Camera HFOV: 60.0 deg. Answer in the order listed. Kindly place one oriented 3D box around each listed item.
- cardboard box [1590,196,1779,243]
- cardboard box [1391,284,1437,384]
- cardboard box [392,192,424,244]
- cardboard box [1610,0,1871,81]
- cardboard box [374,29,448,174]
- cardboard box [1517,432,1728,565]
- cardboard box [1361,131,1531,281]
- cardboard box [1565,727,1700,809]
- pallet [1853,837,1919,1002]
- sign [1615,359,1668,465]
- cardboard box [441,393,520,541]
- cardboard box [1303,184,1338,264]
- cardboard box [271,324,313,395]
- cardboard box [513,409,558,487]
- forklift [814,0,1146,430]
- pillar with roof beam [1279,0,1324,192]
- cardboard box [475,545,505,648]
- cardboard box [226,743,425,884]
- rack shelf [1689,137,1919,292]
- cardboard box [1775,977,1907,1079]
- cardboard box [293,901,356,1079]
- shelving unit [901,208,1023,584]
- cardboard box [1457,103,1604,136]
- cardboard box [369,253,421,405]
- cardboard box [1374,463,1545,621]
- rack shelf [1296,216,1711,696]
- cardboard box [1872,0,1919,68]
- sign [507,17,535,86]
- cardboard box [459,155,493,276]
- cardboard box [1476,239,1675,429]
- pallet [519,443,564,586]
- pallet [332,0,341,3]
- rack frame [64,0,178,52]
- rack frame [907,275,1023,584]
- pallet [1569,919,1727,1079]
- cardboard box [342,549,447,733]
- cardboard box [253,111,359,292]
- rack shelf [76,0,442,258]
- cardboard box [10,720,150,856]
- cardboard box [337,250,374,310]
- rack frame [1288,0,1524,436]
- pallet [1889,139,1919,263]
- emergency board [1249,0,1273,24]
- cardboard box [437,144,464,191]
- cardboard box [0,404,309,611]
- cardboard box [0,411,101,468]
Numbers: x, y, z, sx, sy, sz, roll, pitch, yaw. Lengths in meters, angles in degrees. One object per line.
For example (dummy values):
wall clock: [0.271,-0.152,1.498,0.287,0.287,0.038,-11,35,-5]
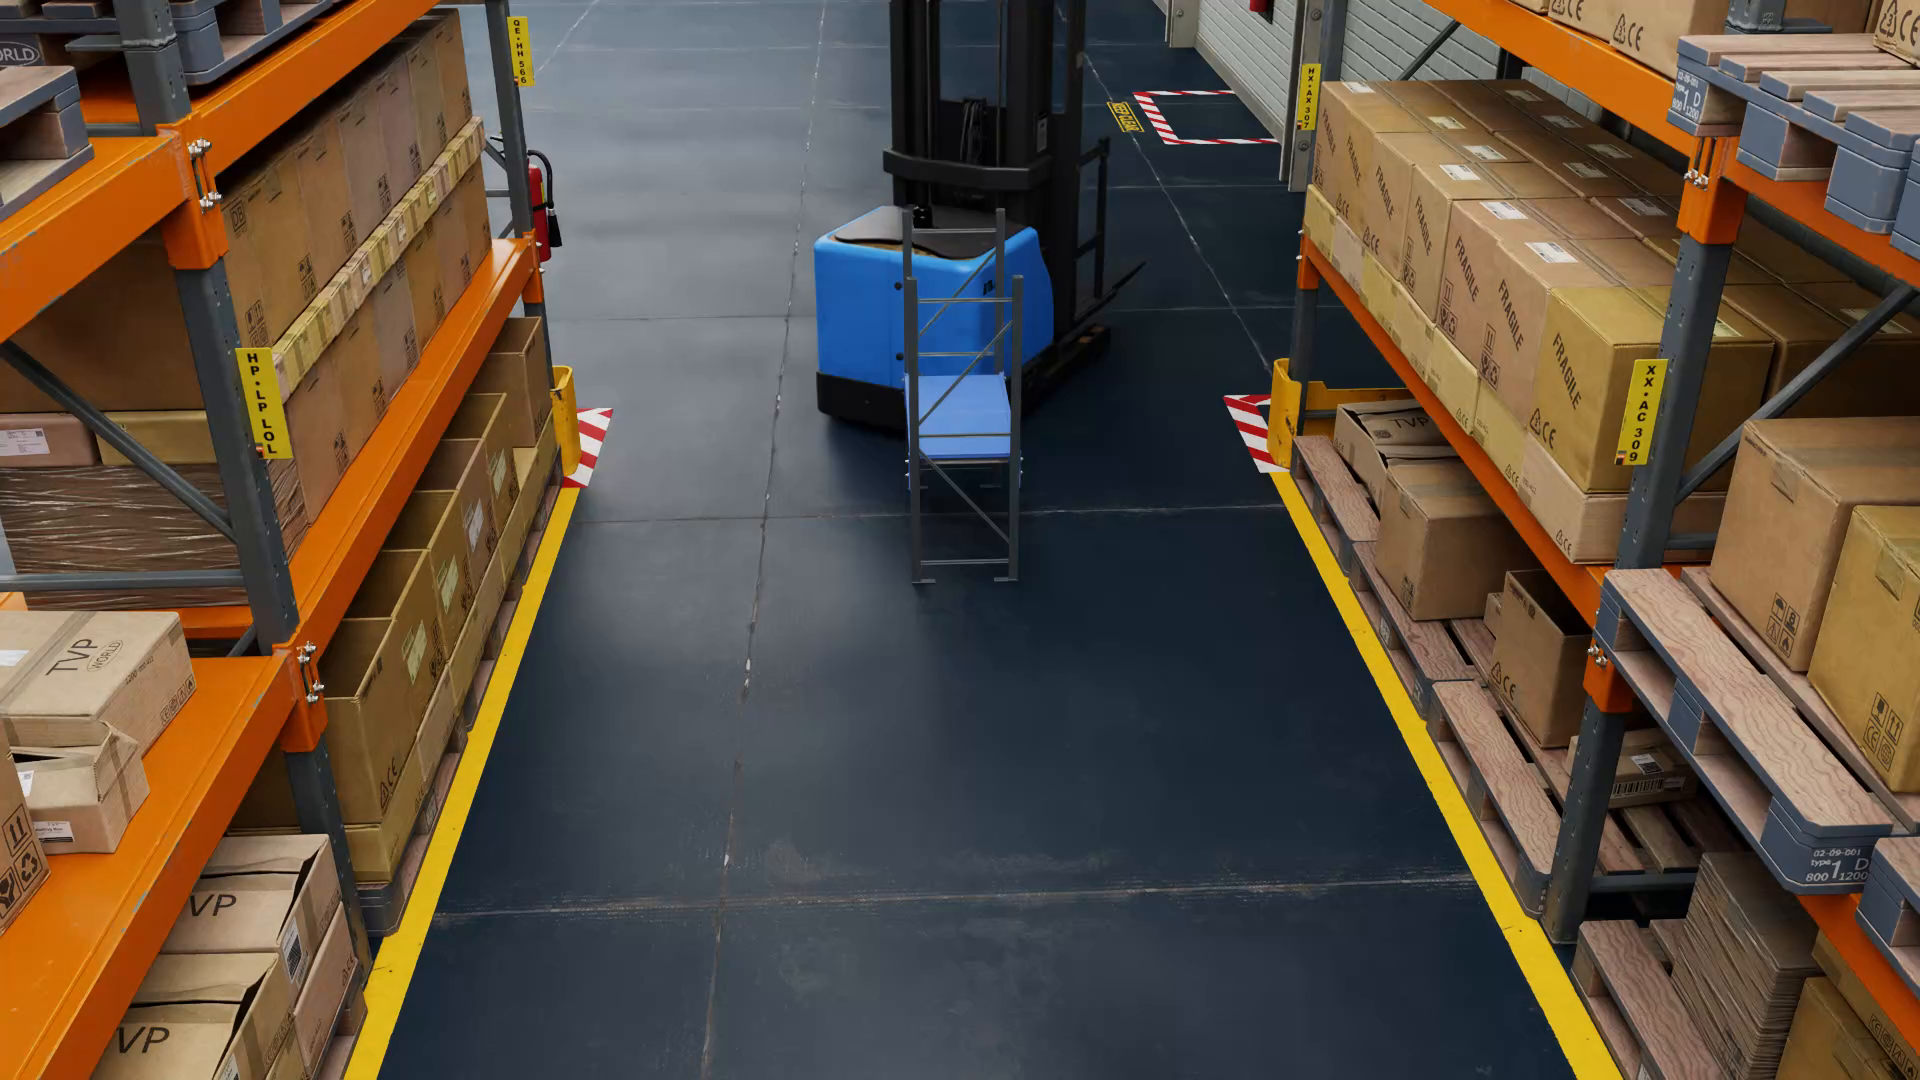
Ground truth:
cardboard box: [2.638,-0.963,6.183,0.500,0.500,0.500,-1,28,-1]
cardboard box: [2.083,-0.845,6.768,0.500,0.250,0.500,-1,28,-2]
cardboard box: [-2.379,-1.285,6.661,0.380,0.149,0.250,-1,28,-1]
cardboard box: [2.224,-1.609,4.717,0.500,0.500,0.500,-1,28,-1]
cardboard box: [-2.611,-1.860,7.061,0.700,0.500,0.500,-2,28,-4]
cardboard box: [2.170,-0.151,5.436,0.500,0.250,0.500,-1,28,-3]
cardboard box: [2.050,-1.424,7.067,0.500,0.500,0.500,-2,28,-4]
cardboard box: [2.440,0.818,6.027,0.380,0.166,0.250,-5,28,-9]
pallet: [2.562,1.022,3.254,1.003,0.211,1.213,-1,28,-3]
sign: [1.956,-0.364,4.769,0.100,0.325,0.005,-1,28,-3]
cardboard box: [-2.266,-0.321,7.329,0.500,0.500,0.500,-1,28,-3]
cardboard box: [1.997,-1.554,8.126,0.500,0.250,0.500,-2,28,-4]
cardboard box: [-2.298,-0.572,5.293,0.380,0.149,0.250,-2,28,-4]
cardboard box: [-2.335,-0.450,8.388,0.500,0.250,0.500,-1,28,-3]
forklift: [0.300,-2.489,9.852,1.130,2.935,3.031,13,30,24]
pillar with roof beam: [-1.423,-6.869,11.689,9.100,9.000,0.400,-1,28,-3]
cardboard box: [-2.244,0.243,7.060,0.500,0.250,0.500,-1,28,-3]
cardboard box: [-2.170,0.936,5.732,0.500,0.250,0.500,-1,28,-3]
rack shelf: [2.602,-0.085,2.703,1.077,0.370,4.000,-1,28,-3]
cardboard box: [2.630,1.493,4.371,0.700,0.500,0.500,-2,28,-4]
cardboard box: [-2.138,1.342,4.953,0.500,0.250,0.500,-2,28,-3]
shelving unit: [-0.004,-0.704,7.979,0.538,1.500,1.048,-1,28,-3]
cardboard box: [2.542,-1.674,7.546,0.500,0.500,0.500,-1,28,-2]
cardboard box: [-2.563,-0.837,6.502,0.700,0.500,0.500,-1,28,-1]
cardboard box: [2.253,-0.006,7.245,0.700,0.500,0.500,-3,28,-6]
rack shelf: [2.393,-0.602,6.938,1.077,0.370,4.000,-1,28,-3]
cardboard box: [2.446,-1.303,3.699,0.500,0.500,0.500,2,28,5]
sign: [-2.115,-2.348,8.000,0.100,0.325,0.005,-1,28,-3]
cardboard box: [-2.646,-1.551,7.873,0.700,0.500,0.500,-1,28,-3]
cardboard box: [2.132,-0.713,5.703,0.500,0.500,0.500,-2,28,-3]
pallet: [-2.576,-0.135,8.280,1.003,0.211,1.213,-1,28,-3]
pallet: [-2.580,-2.122,5.927,1.003,0.211,1.213,-1,28,-3]
rack frame: [-2.449,-2.536,3.381,1.000,3.000,0.127,-1,28,-3]
rack frame: [0.022,-0.470,7.529,0.500,1.500,0.032,-1,28,-3]
pallet: [2.540,1.599,4.956,1.003,0.211,1.213,-1,28,-3]
cardboard box: [-2.195,0.372,6.001,0.500,0.500,0.500,-1,28,-3]
cardboard box: [-2.532,-1.165,5.729,0.700,0.500,0.500,-1,28,-3]
rack shelf: [-2.553,-1.810,6.012,1.077,0.370,4.000,-1,28,-3]
cardboard box: [-2.220,0.585,4.029,0.396,0.266,0.258,-2,28,-4]
cardboard box: [-2.341,-0.932,5.983,0.380,0.149,0.250,-2,28,-4]
rack frame: [2.289,-1.844,8.543,1.000,3.000,0.127,-1,28,-3]
pallet: [2.481,-0.477,2.881,1.213,0.211,1.003,-1,28,-3]
emergency board: [2.785,-5.455,15.465,0.194,1.169,0.643,-1,28,-3]
cardboard box: [-2.419,-1.644,7.349,0.380,0.149,0.250,-2,28,-3]
cardboard box: [-2.478,-0.125,5.138,0.700,0.500,0.500,-2,28,-4]
cardboard box: [-2.677,-0.328,4.826,0.380,0.149,0.250,-1,28,-3]
